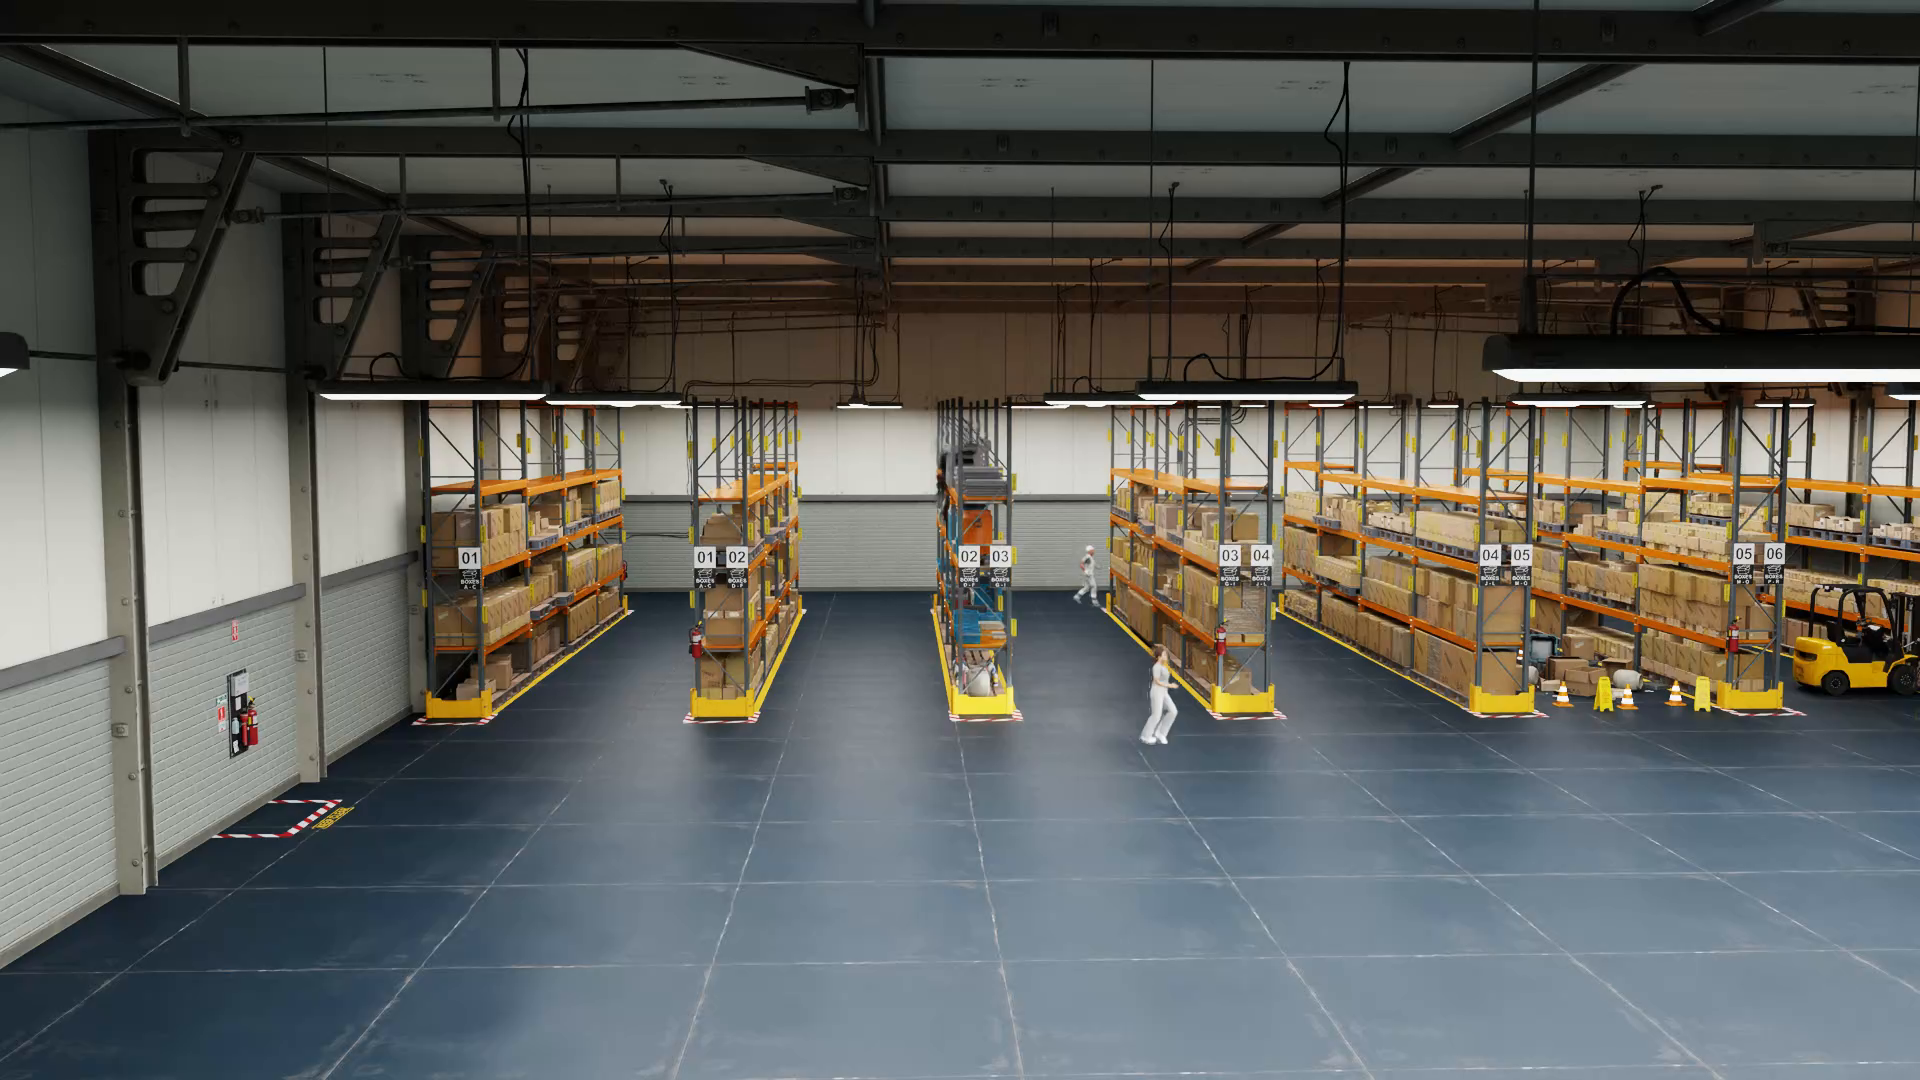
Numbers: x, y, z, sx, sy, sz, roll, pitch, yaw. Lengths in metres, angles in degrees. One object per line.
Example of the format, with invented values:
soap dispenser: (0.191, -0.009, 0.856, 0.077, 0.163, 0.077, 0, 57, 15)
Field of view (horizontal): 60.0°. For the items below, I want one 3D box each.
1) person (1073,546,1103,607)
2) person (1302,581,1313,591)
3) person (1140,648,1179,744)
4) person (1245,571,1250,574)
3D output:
person: (3.756, 1.061, 48.788, 0.888, 1.797, 0.655, 1, 4, 8)
person: (10.285, 1.060, 48.919, 0.838, 1.766, 0.651, 4, 6, 39)
person: (3.452, 2.695, 28.602, 0.696, 1.694, 0.581, 2, 5, 26)
person: (7.916, 1.176, 47.867, 0.558, 1.695, 0.776, -4, 6, -45)
